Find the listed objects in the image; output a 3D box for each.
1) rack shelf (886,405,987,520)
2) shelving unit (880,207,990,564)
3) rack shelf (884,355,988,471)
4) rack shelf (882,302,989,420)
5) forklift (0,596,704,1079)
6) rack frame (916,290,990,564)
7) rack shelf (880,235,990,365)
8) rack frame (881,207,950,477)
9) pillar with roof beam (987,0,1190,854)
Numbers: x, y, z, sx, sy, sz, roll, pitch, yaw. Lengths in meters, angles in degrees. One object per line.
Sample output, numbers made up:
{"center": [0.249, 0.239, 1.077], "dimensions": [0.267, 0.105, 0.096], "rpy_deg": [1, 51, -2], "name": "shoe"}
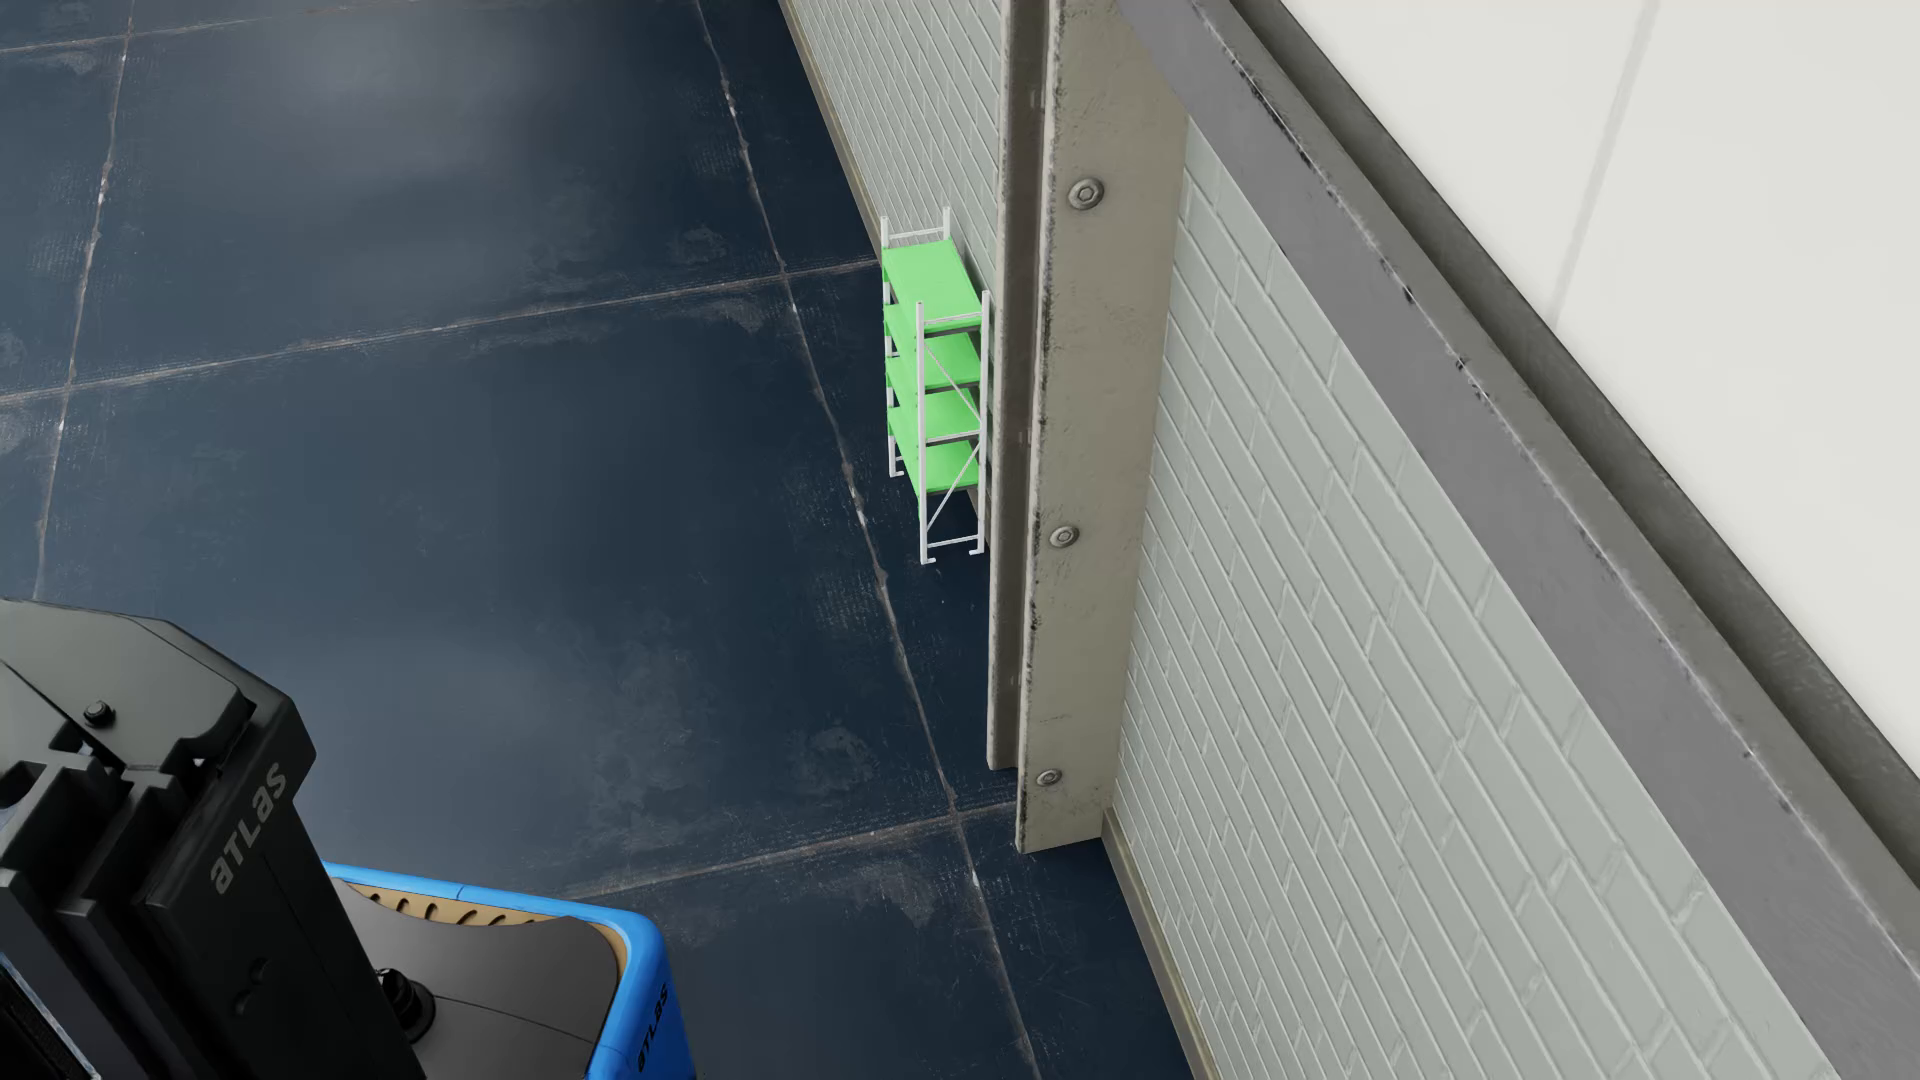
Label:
{"center": [-0.091, -0.312, 6.140], "dimensions": [0.258, 0.148, 0.480], "rpy_deg": [-11, 47, -11], "name": "rack shelf"}
{"center": [-0.089, -0.525, 5.924], "dimensions": [0.258, 1.200, 0.503], "rpy_deg": [-11, 47, -11], "name": "shelving unit"}
{"center": [-0.090, -0.480, 5.969], "dimensions": [0.258, 0.148, 0.480], "rpy_deg": [-11, 47, -11], "name": "rack shelf"}
{"center": [-0.089, -0.648, 5.798], "dimensions": [0.258, 0.148, 0.480], "rpy_deg": [-11, 47, -11], "name": "rack shelf"}
{"center": [-1.446, 1.583, 2.647], "dimensions": [1.130, 2.935, 3.031], "rpy_deg": [7, 46, 7], "name": "forklift"}
{"center": [-0.025, -0.357, 5.759], "dimensions": [0.240, 1.200, 0.015], "rpy_deg": [-11, 47, -11], "name": "rack frame"}
{"center": [-0.087, -0.817, 5.627], "dimensions": [0.258, 0.148, 0.480], "rpy_deg": [-11, 47, -11], "name": "rack shelf"}
{"center": [-0.154, -0.693, 6.088], "dimensions": [0.240, 1.200, 0.015], "rpy_deg": [-11, 47, -11], "name": "rack frame"}
{"center": [-3.875, -1.530, 1.449], "dimensions": [9.100, 9.000, 0.400], "rpy_deg": [-11, 47, -10], "name": "pillar with roof beam"}
